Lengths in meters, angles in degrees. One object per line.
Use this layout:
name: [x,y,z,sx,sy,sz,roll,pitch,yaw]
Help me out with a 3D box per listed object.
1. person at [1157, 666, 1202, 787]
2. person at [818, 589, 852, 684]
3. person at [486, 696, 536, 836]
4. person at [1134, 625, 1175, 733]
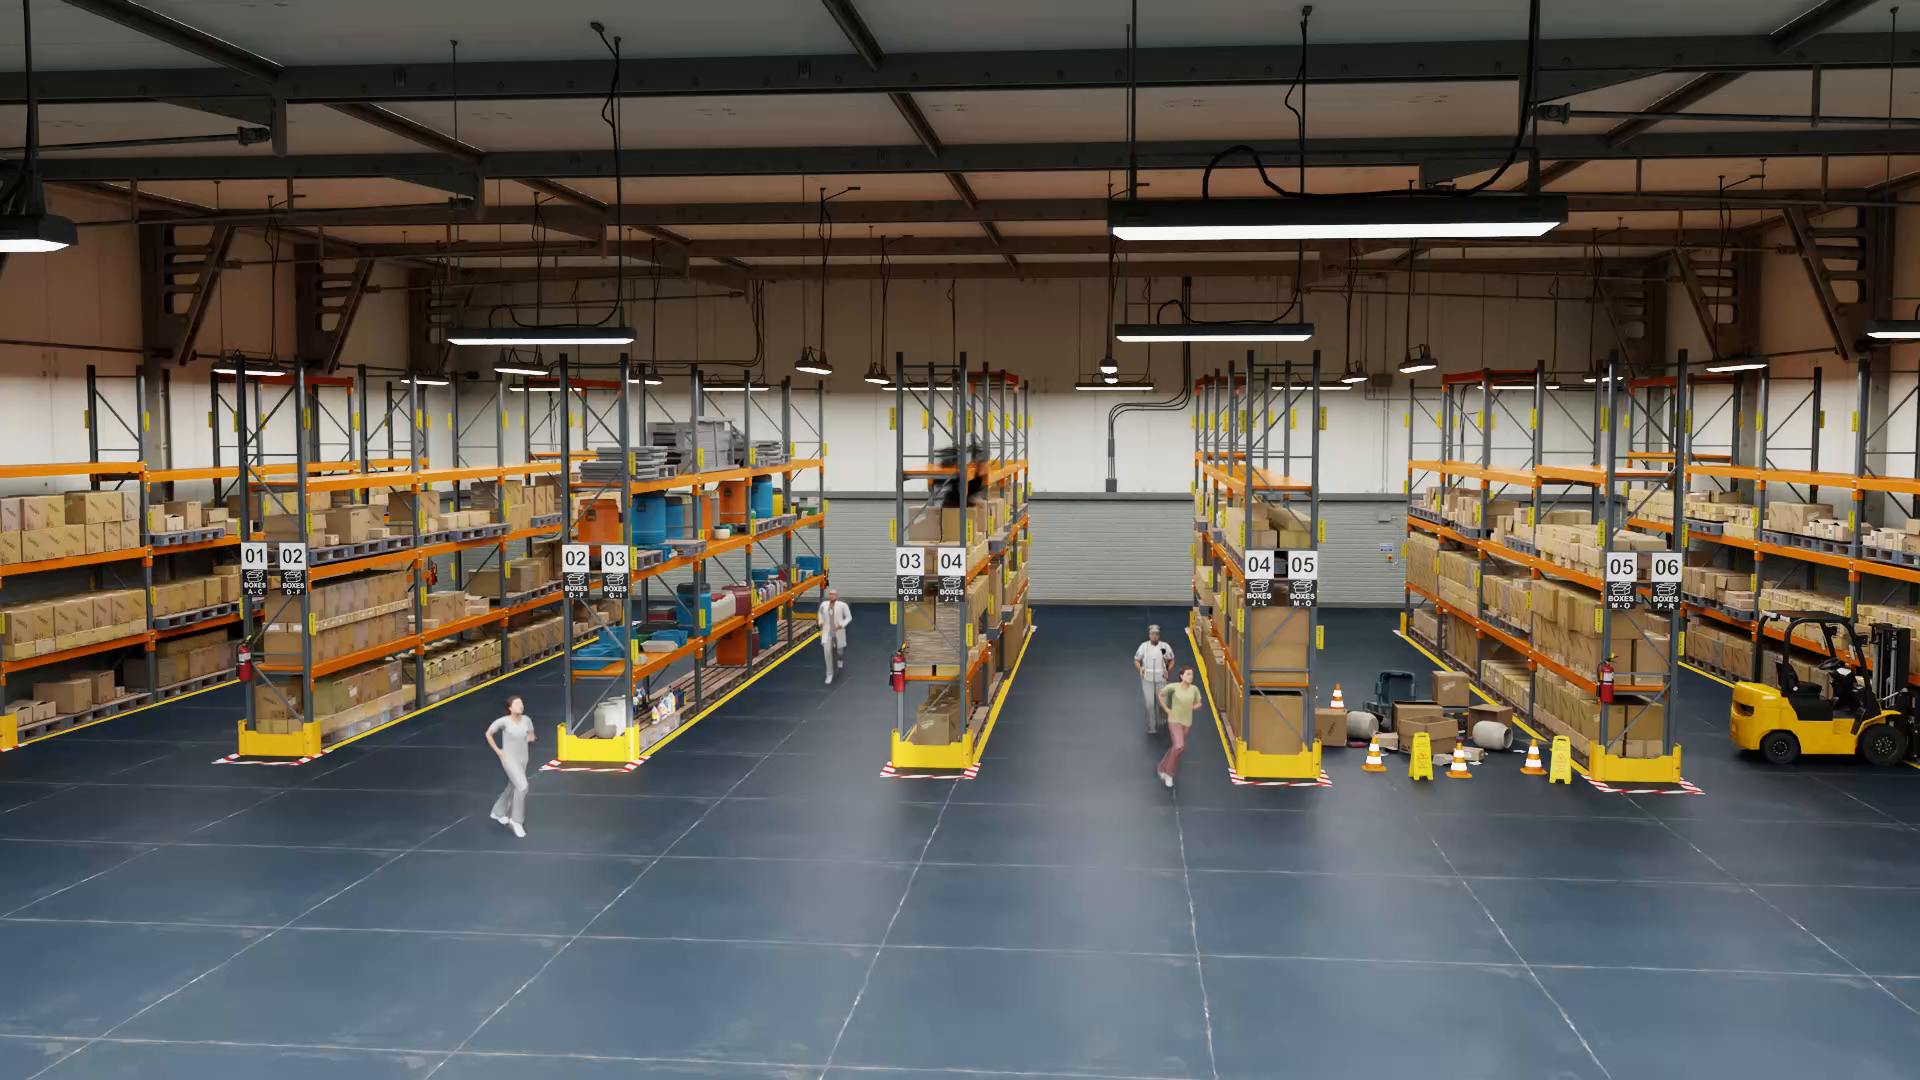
person: [3.049,2.561,23.062,0.598,1.674,0.685,-2,4,-21]
person: [-2.442,1.884,32.340,0.678,1.699,1.170,0,4,1]
person: [-5.471,2.742,20.348,0.745,1.715,0.550,3,5,34]
person: [3.132,2.229,26.810,0.660,1.732,0.604,0,4,6]
